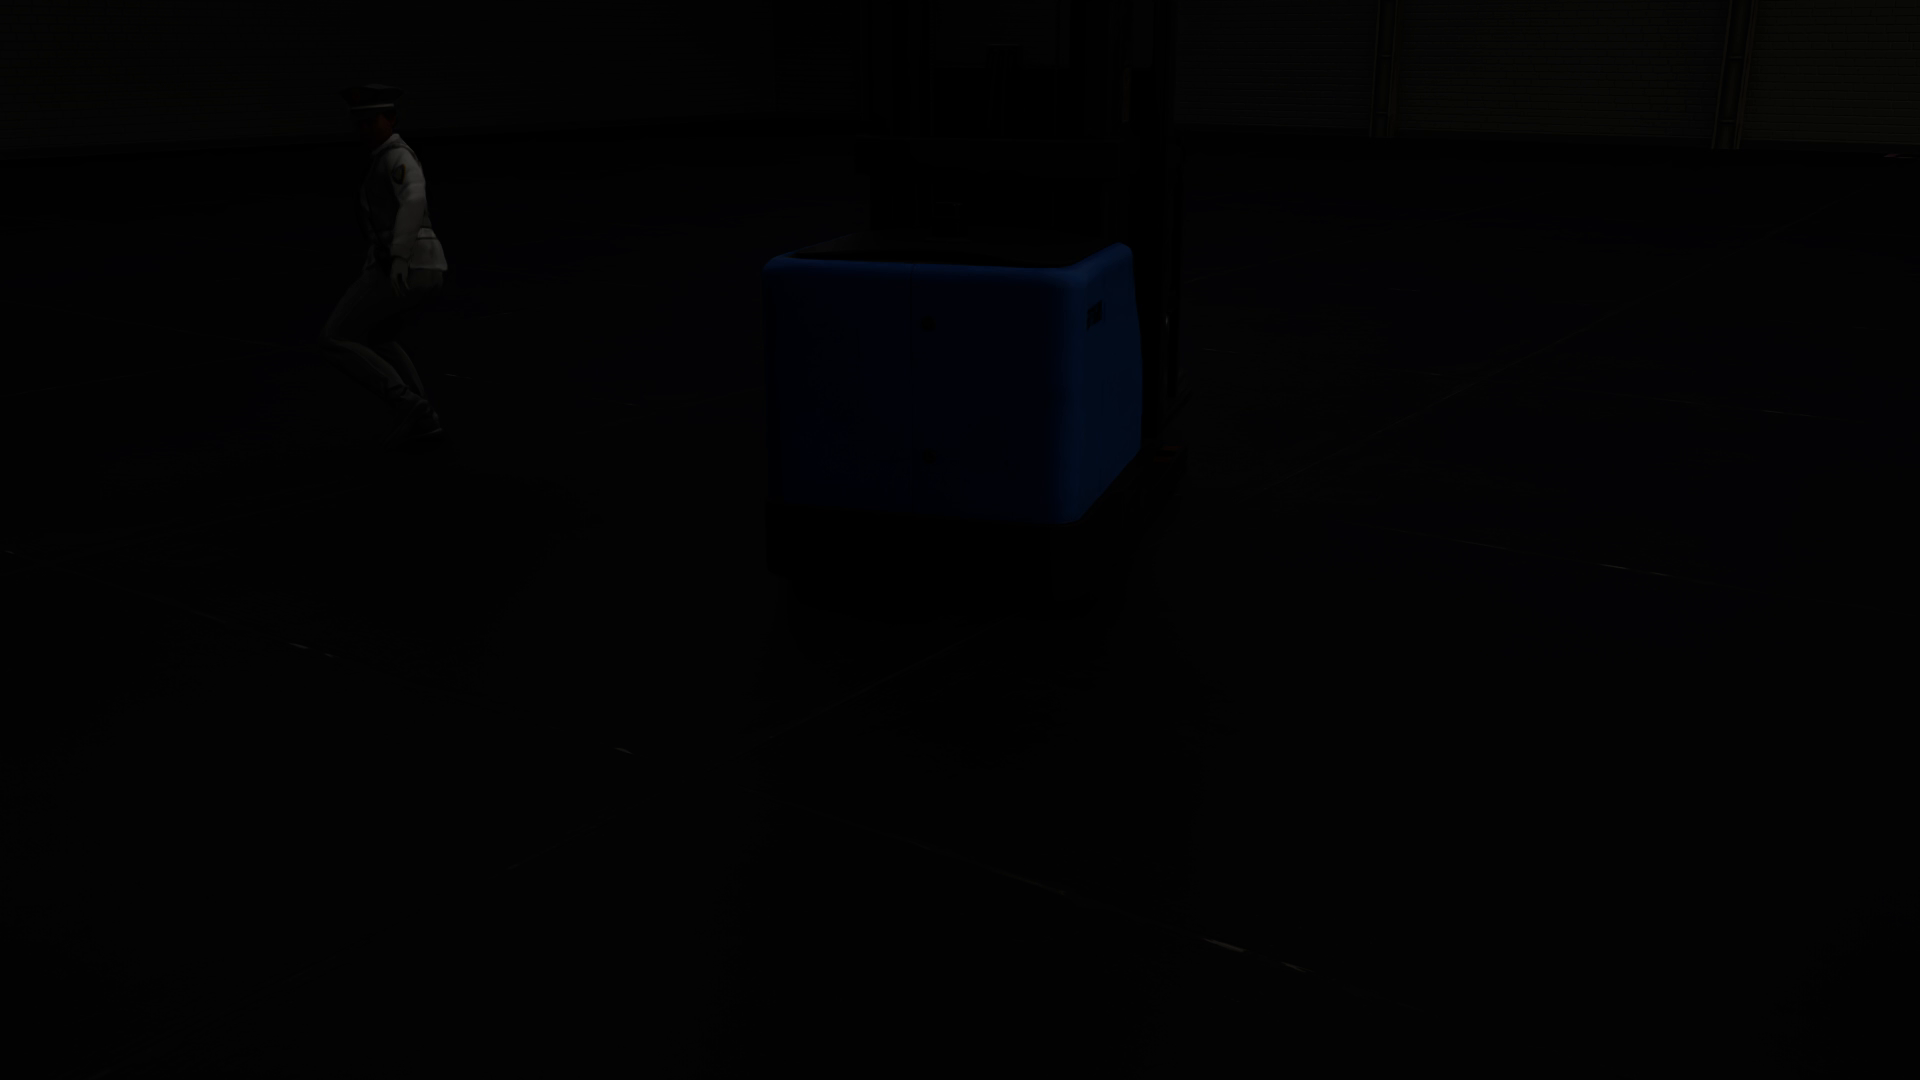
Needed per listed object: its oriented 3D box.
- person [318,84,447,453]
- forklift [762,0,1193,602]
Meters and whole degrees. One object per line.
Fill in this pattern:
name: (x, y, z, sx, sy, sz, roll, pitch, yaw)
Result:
person: (-2.438, -1.137, 7.092, 0.516, 1.561, 0.804, 0, 17, 0)
forklift: (0.293, -1.597, 6.174, 1.130, 2.935, 3.031, 5, 17, 16)
